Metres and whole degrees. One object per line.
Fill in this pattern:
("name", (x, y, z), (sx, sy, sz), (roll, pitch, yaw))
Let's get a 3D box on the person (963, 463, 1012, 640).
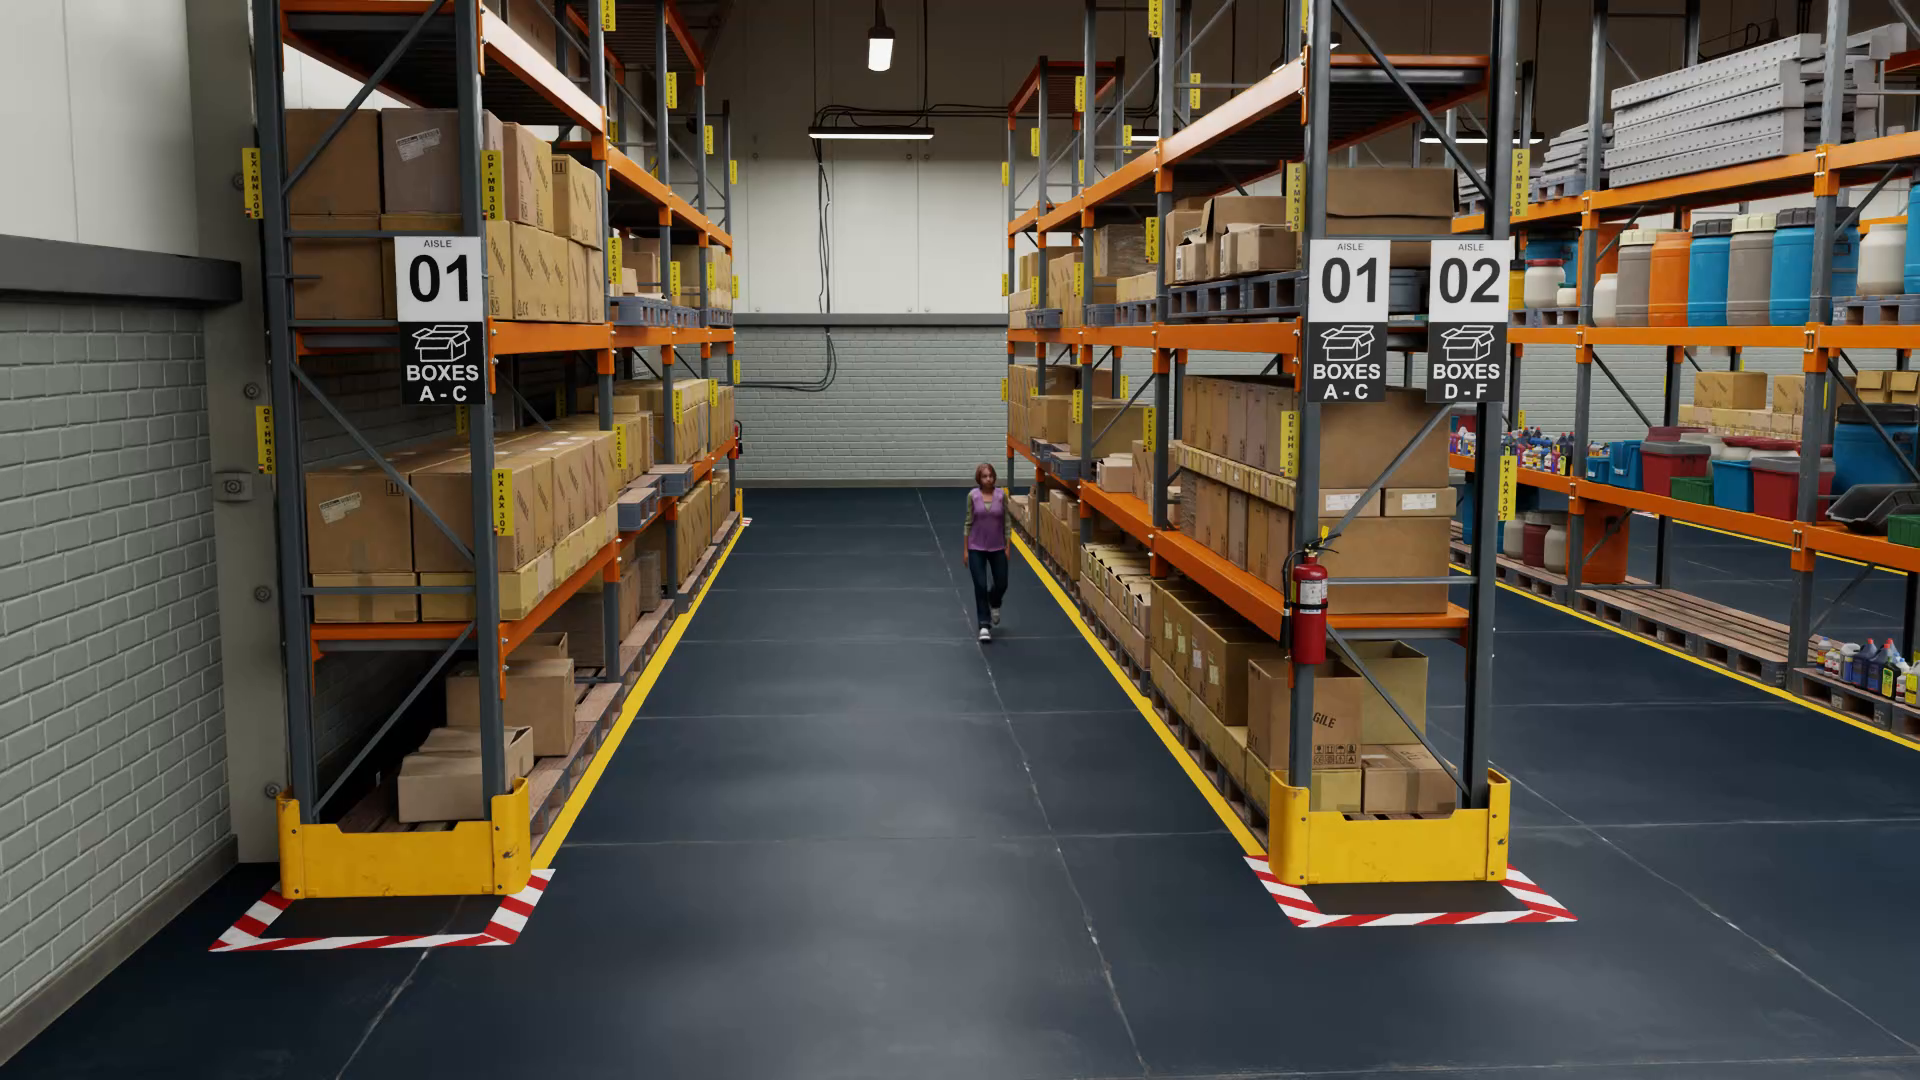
("person", (0.242, 0.098, 14.978), (0.441, 1.546, 0.573), (0, 7, -2))
